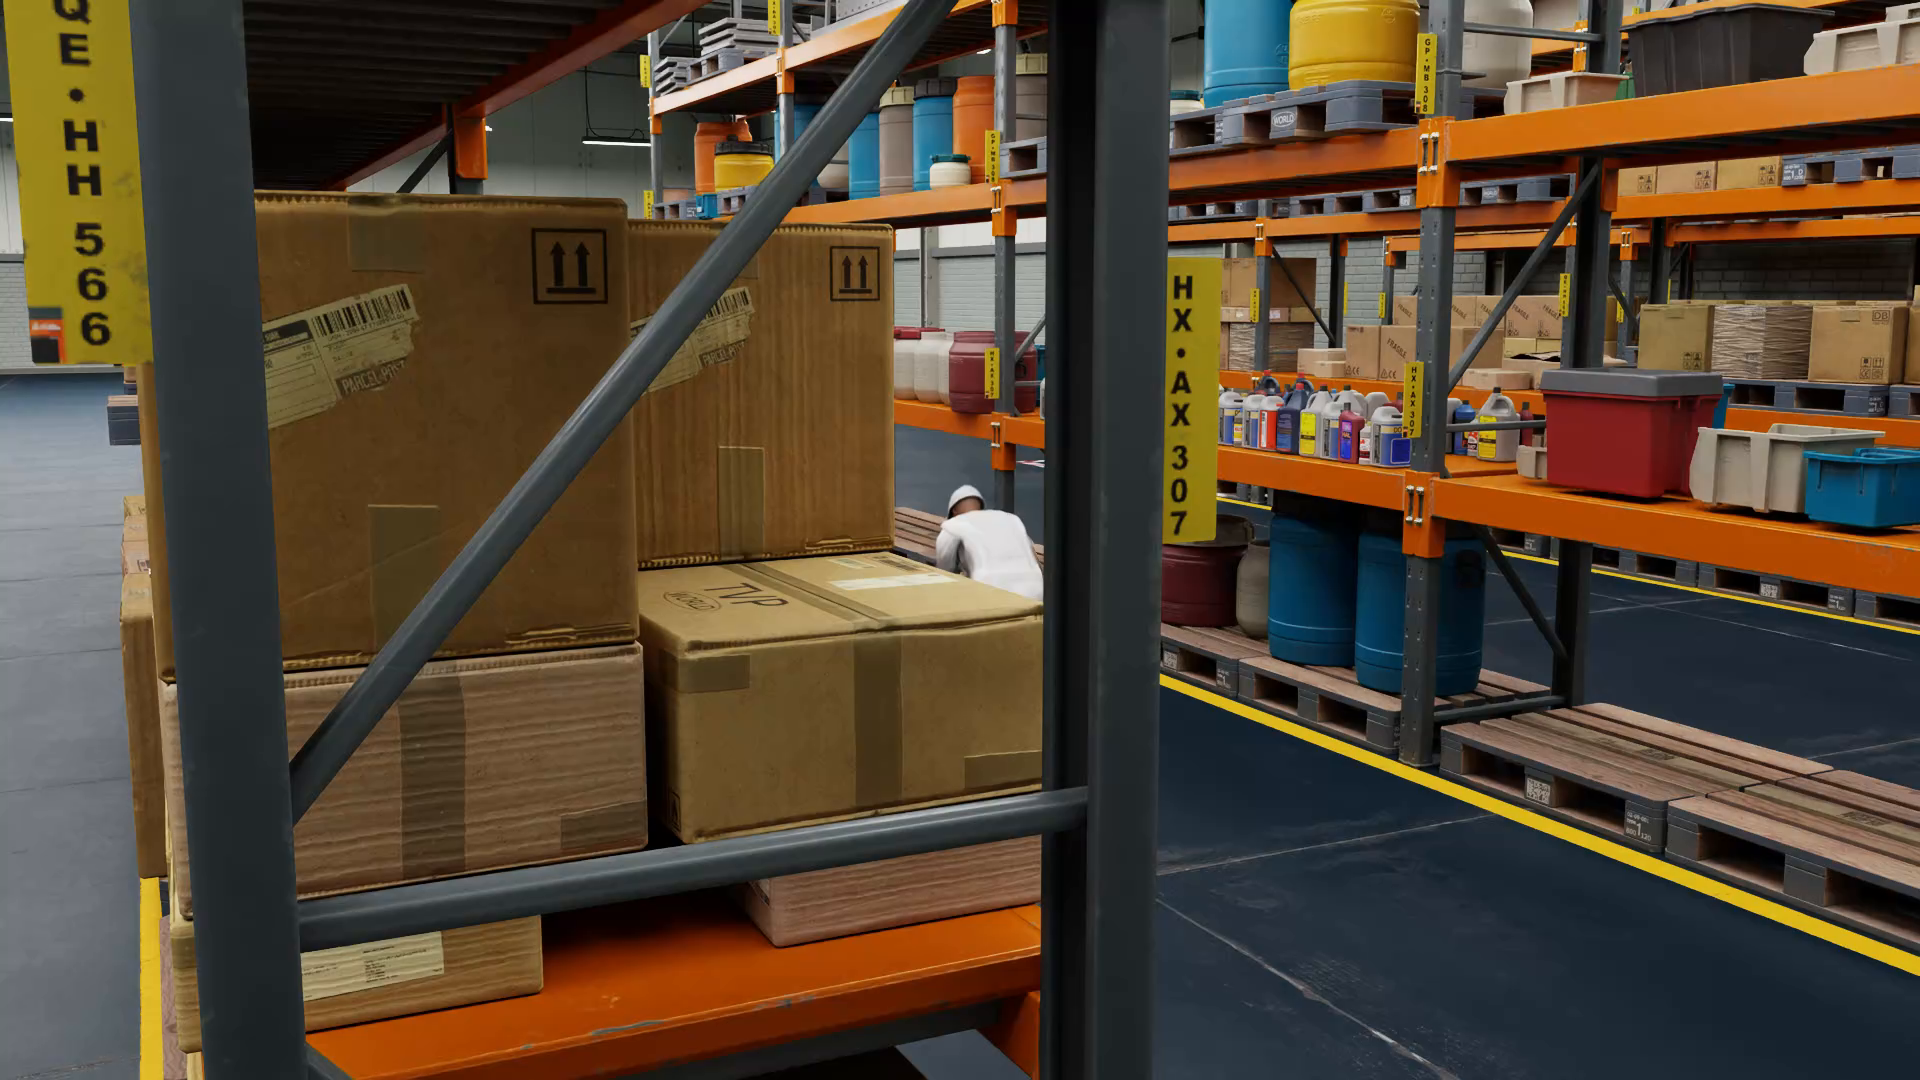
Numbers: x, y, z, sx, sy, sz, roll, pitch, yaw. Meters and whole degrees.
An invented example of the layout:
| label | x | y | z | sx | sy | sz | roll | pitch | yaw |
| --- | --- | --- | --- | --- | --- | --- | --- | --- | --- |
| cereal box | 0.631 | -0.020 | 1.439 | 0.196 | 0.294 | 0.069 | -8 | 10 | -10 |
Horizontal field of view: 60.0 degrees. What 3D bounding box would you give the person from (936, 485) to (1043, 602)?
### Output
| label | x | y | z | sx | sy | sz | roll | pitch | yaw |
| --- | --- | --- | --- | --- | --- | --- | --- | --- | --- |
| person | 0.136 | 0.216 | 9.420 | 0.547 | 1.007 | 0.921 | -3 | 9 | -17 |
